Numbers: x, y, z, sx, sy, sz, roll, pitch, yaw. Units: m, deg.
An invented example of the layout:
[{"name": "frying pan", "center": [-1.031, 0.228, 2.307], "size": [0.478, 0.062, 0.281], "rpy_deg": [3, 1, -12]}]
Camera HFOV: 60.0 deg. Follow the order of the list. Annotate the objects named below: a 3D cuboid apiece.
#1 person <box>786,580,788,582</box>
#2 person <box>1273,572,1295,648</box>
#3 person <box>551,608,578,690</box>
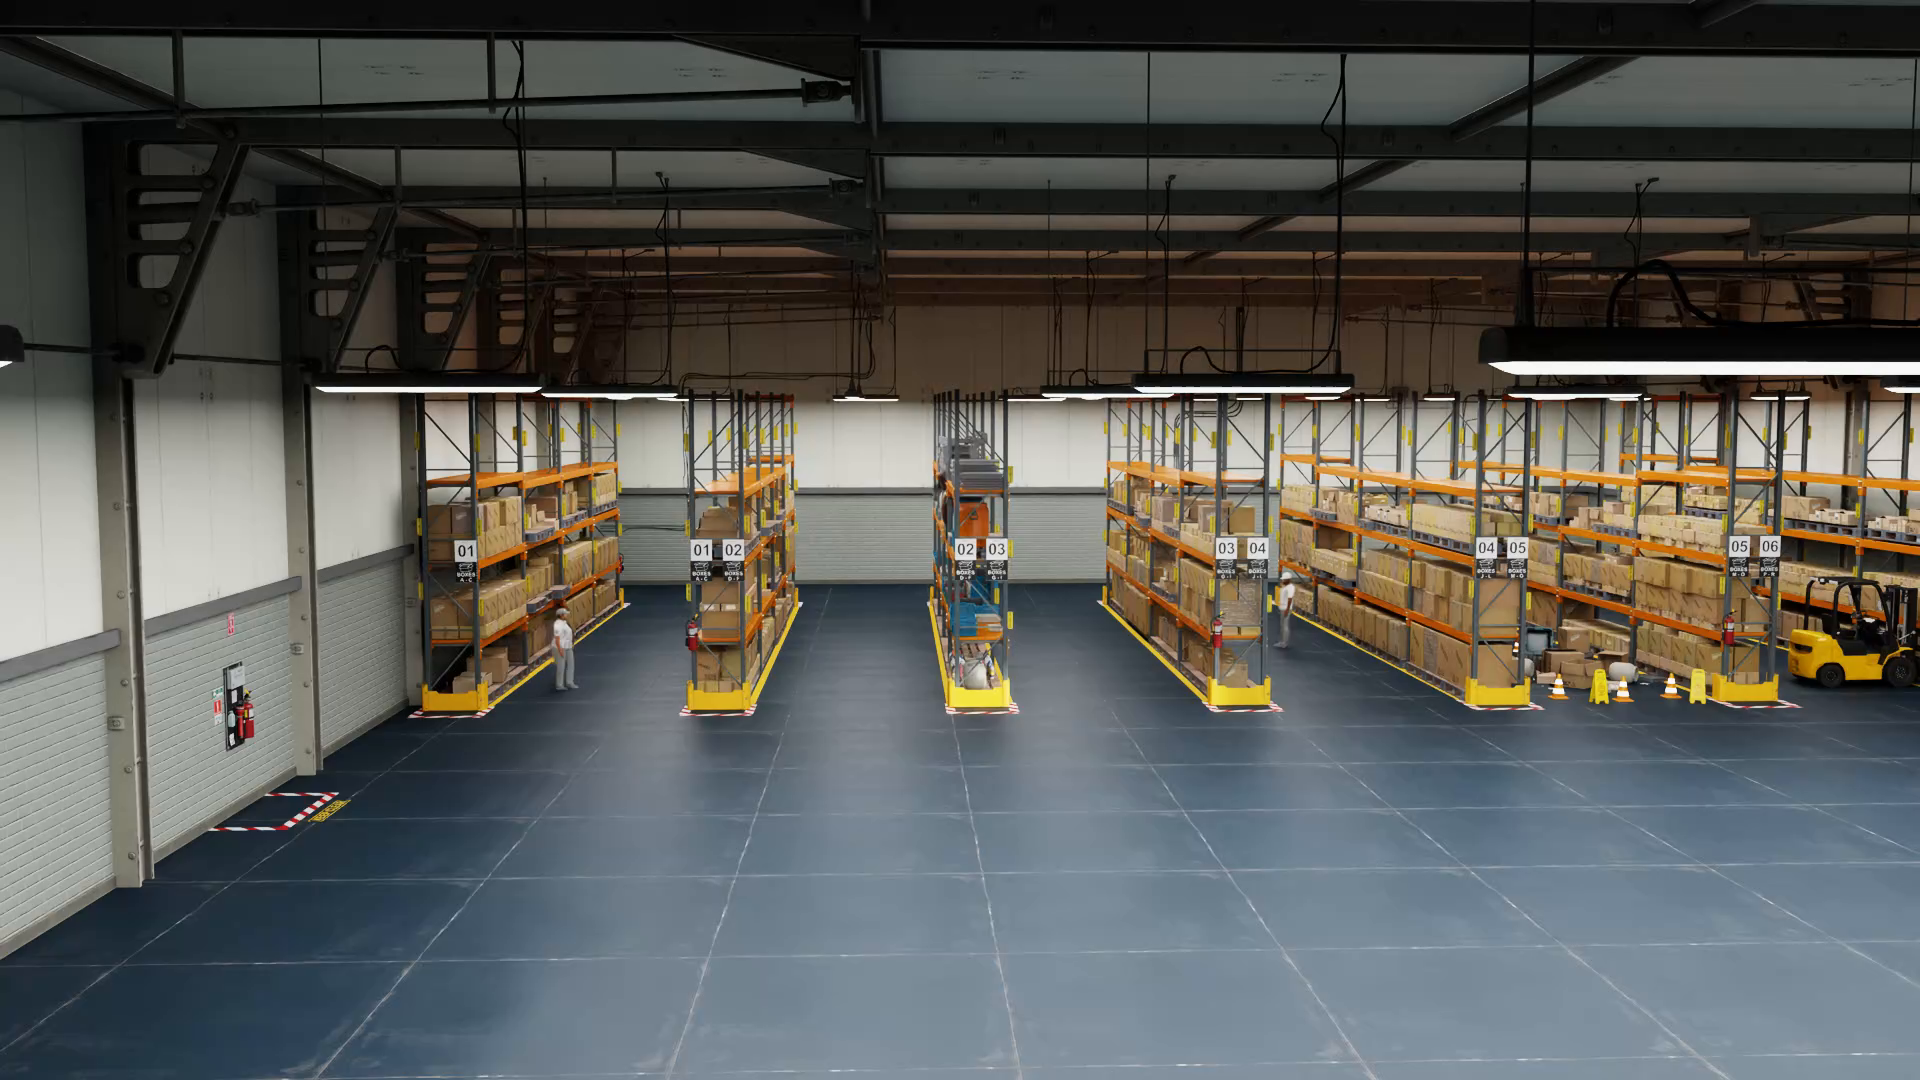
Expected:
[{"name": "person", "center": [-5.361, 0.889, 49.373], "size": [0.530, 1.628, 0.997], "rpy_deg": [-4, 6, -42]}, {"name": "person", "center": [7.635, 1.645, 39.201], "size": [0.466, 1.772, 0.623], "rpy_deg": [0, 5, 6]}, {"name": "person", "center": [-7.982, 2.184, 33.416], "size": [0.415, 1.664, 0.545], "rpy_deg": [2, 5, 24]}]
